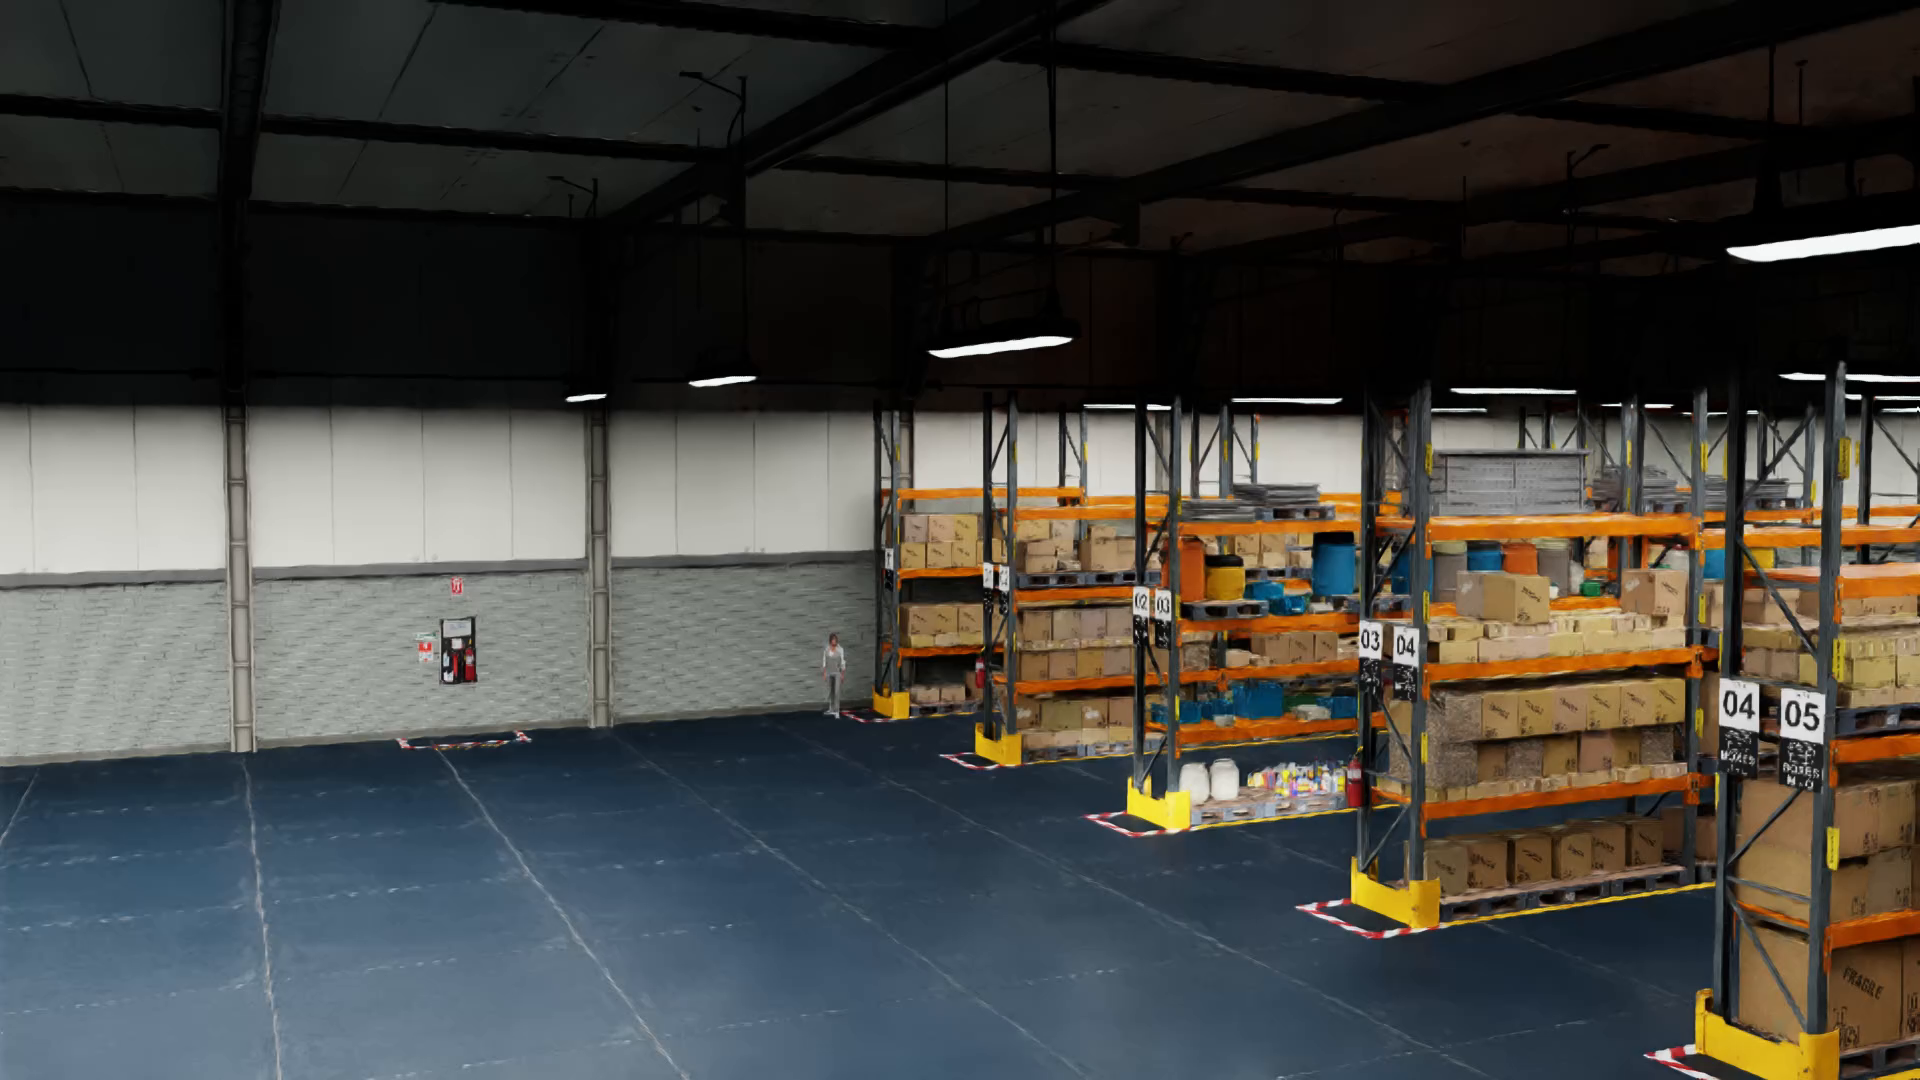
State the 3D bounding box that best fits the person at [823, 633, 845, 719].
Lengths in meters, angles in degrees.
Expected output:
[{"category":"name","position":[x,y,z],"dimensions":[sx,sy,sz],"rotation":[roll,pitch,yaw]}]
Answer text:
[{"category":"person","position":[-2.389,2.549,31.375],"dimensions":[0.458,1.601,0.493],"rotation":[1,4,19]}]
